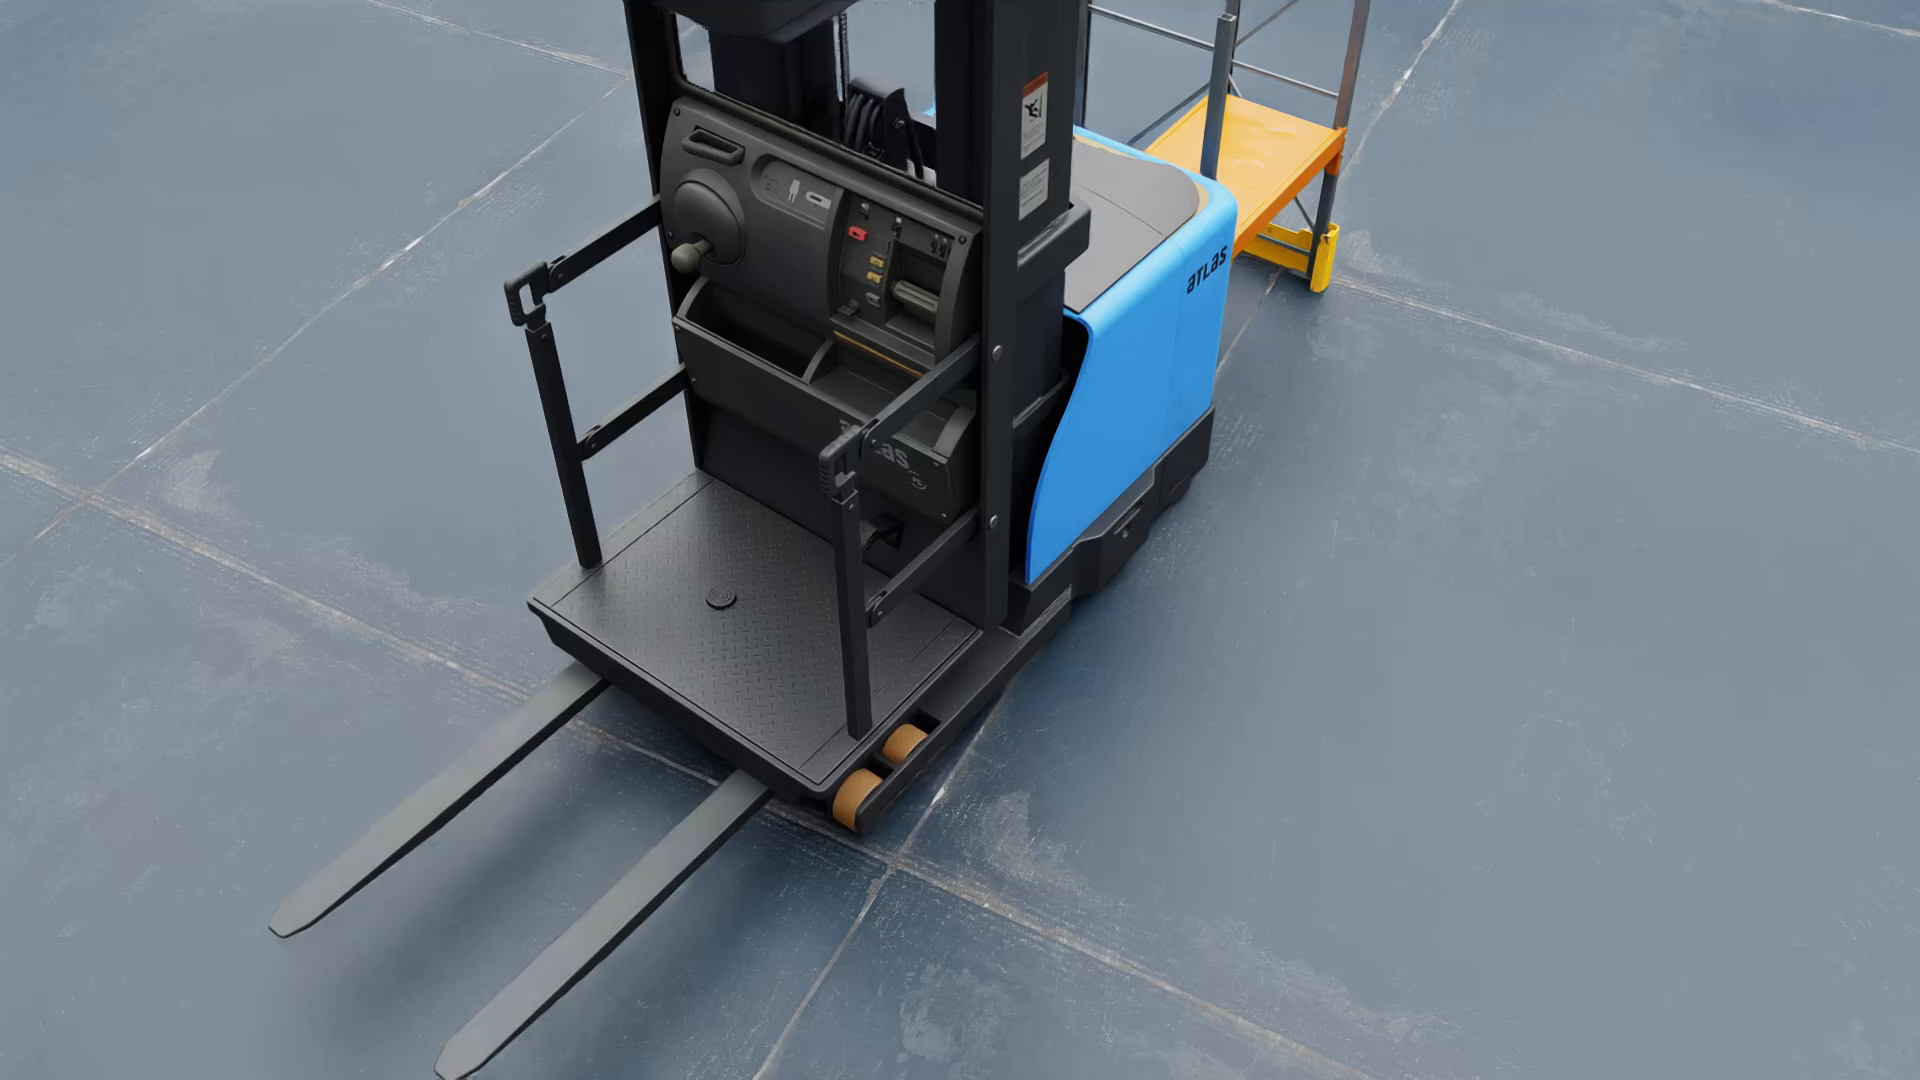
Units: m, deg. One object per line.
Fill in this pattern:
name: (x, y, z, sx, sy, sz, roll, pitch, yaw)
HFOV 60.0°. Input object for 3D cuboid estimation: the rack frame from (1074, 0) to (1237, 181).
rack frame: (0.545, -1.000, 5.184, 0.500, 1.500, 0.032, 26, 51, 24)

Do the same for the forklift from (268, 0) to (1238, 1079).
forklift: (-0.486, -0.651, 3.832, 1.130, 2.935, 3.031, 29, 52, 25)

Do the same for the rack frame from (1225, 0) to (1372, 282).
rack frame: (1.128, -1.593, 5.770, 0.500, 1.500, 0.032, 26, 51, 24)

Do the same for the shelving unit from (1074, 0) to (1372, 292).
shelving unit: (0.831, -1.291, 5.472, 0.587, 1.500, 1.083, 26, 51, 24)

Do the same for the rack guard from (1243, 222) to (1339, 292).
rack guard: (1.116, -1.143, 6.203, 0.587, 0.250, 0.087, 26, 51, 24)

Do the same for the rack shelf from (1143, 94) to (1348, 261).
rack shelf: (0.836, -1.170, 5.605, 0.538, 0.185, 1.000, 26, 51, 24)
